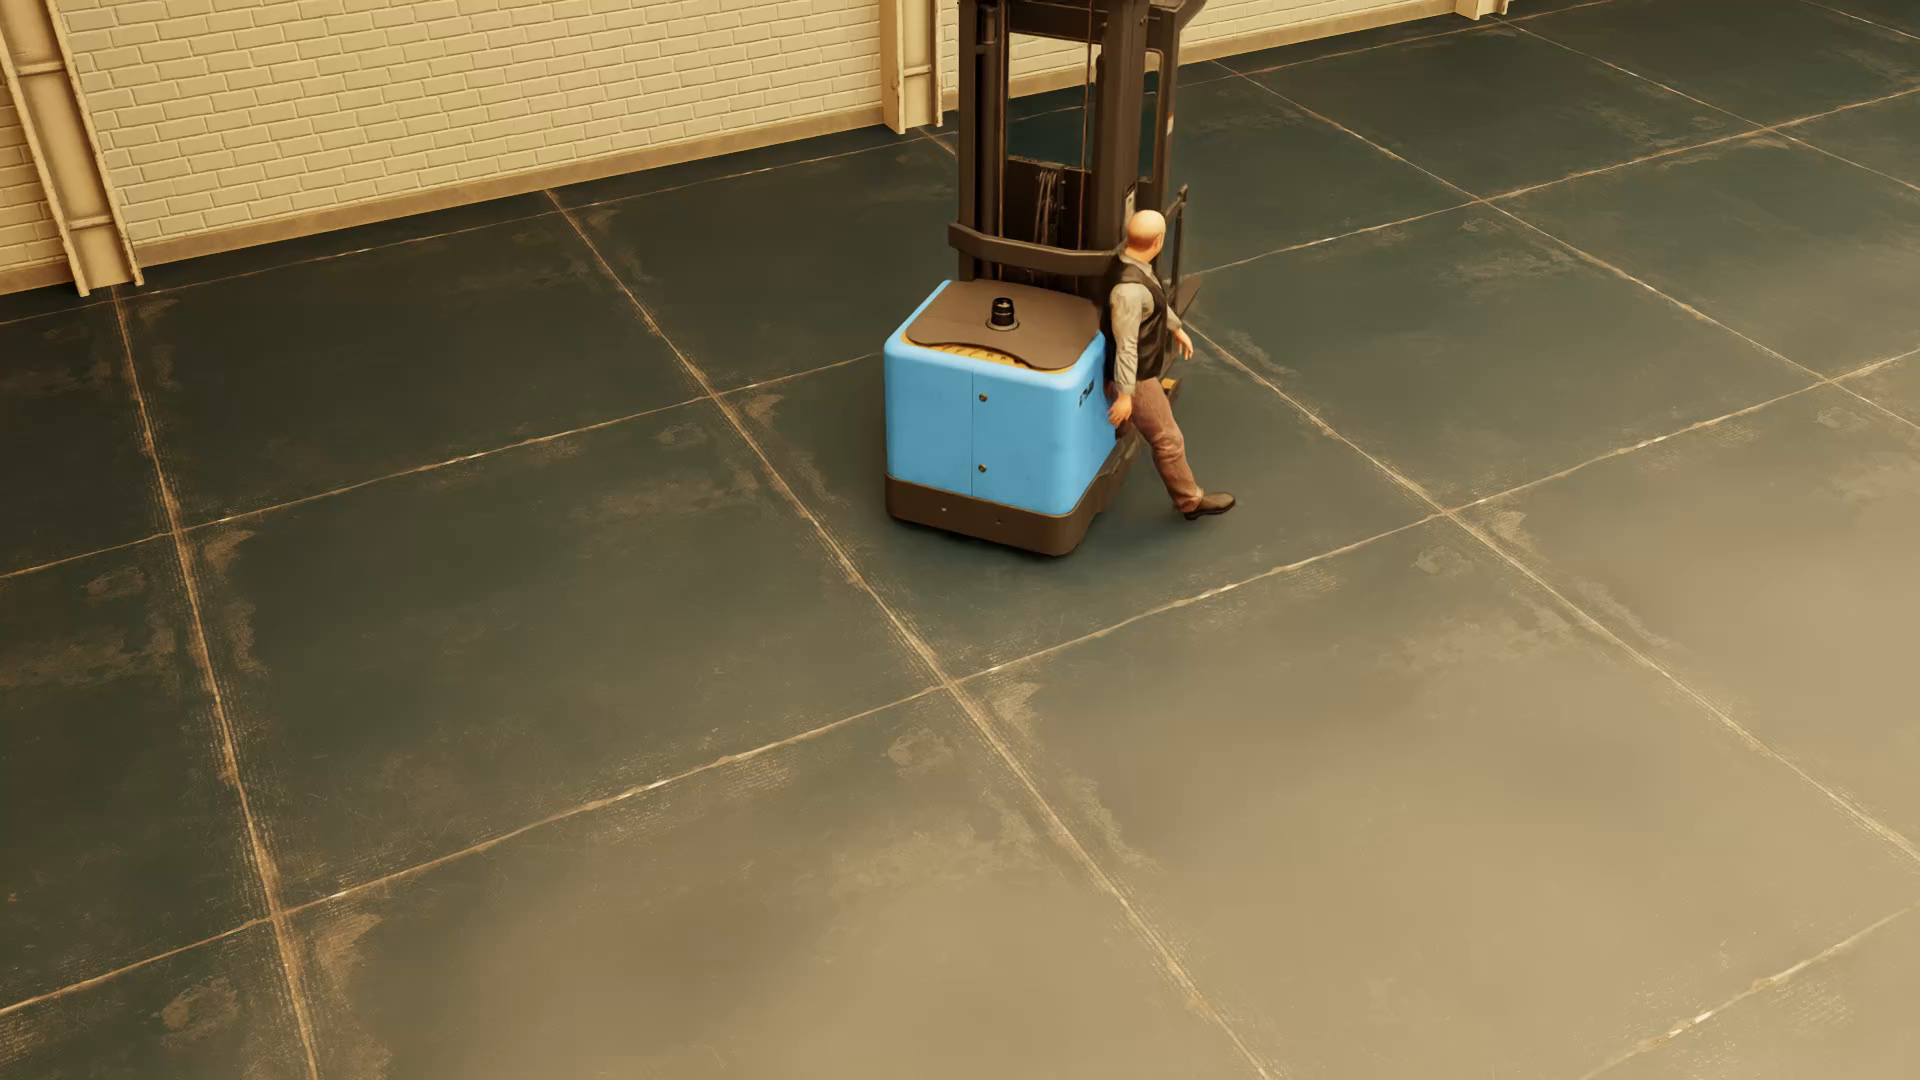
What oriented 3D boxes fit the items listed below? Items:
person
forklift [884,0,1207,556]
[{"bbox_3d":[0.988,-0.843,8.449,0.911,1.703,0.706,-1,35,-1],"label":"person"},{"bbox_3d":[0.649,-1.962,8.899,1.130,2.935,3.031,14,38,19],"label":"forklift"}]
